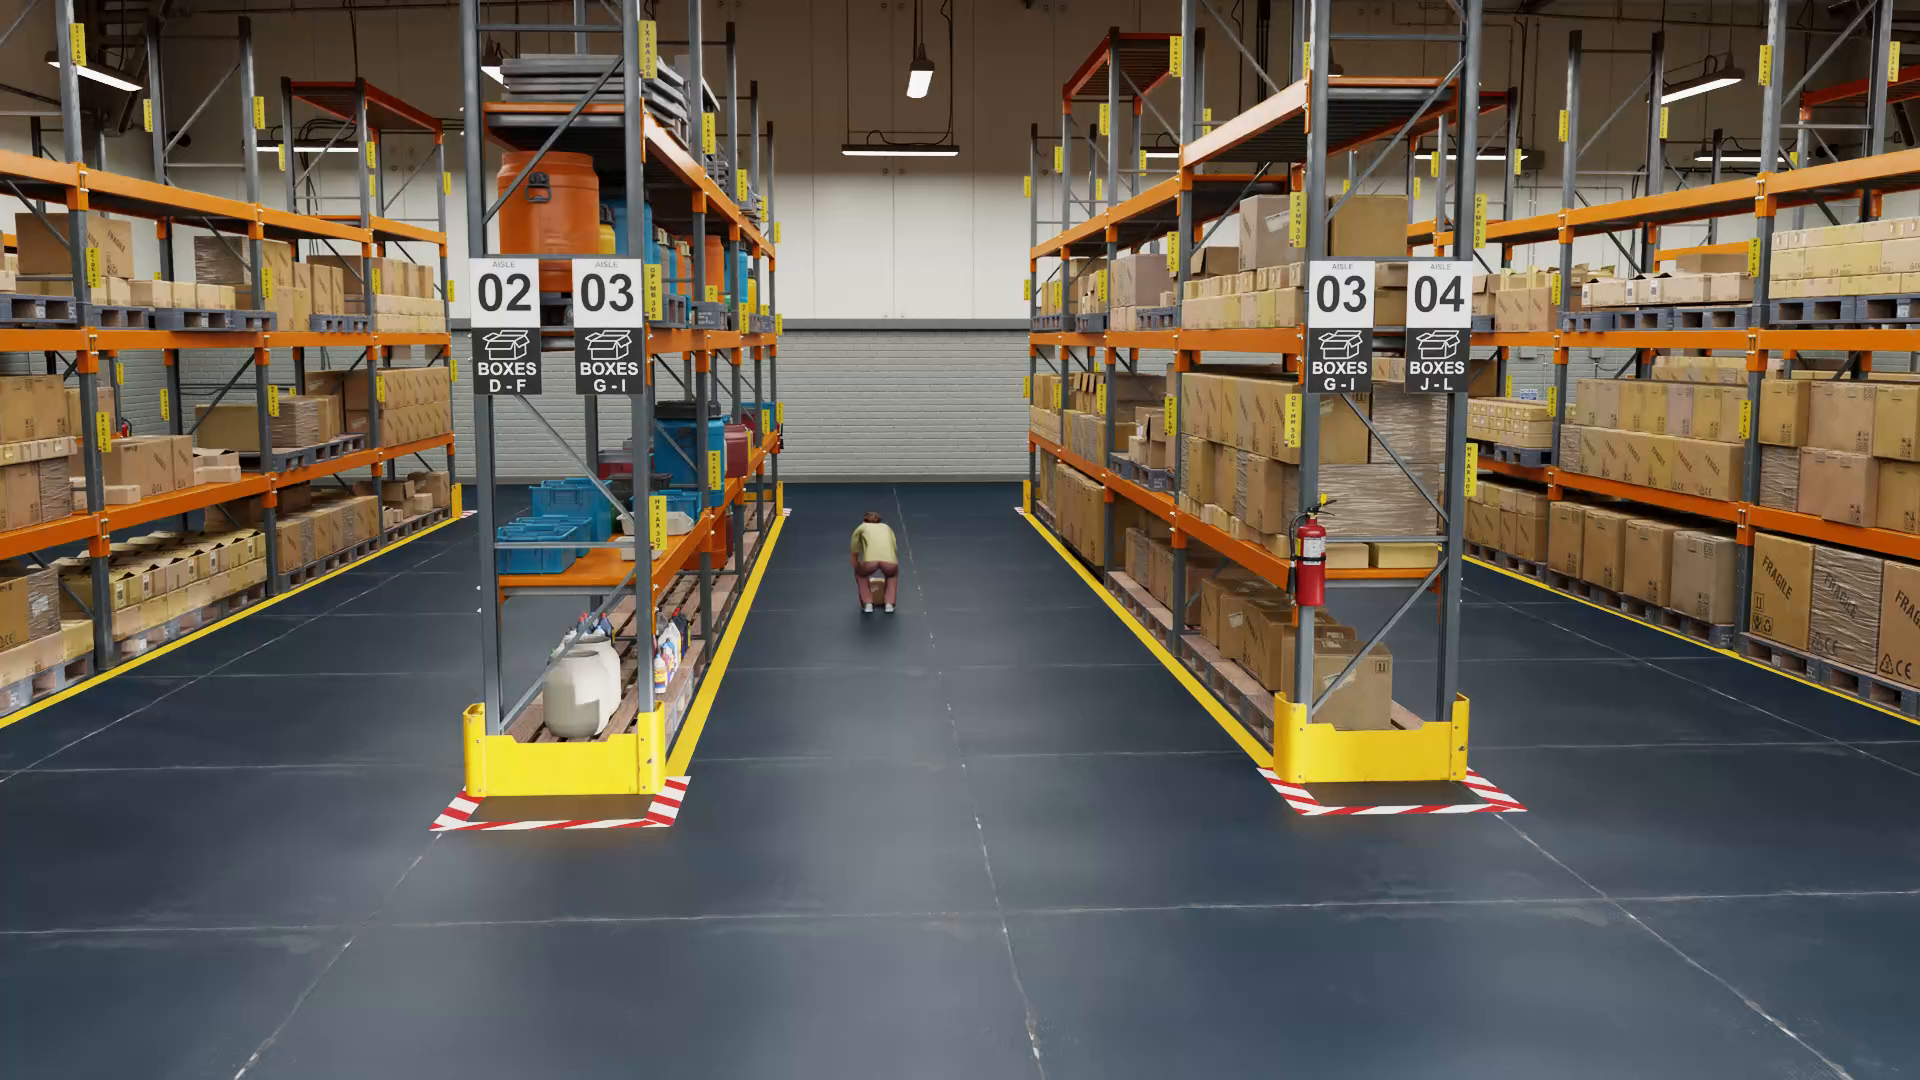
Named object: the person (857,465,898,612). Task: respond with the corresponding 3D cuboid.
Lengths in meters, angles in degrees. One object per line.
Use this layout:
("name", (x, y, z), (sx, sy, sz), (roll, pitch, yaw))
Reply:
("person", (-0.841, -0.020, 16.895), (0.405, 1.445, 0.731), (-1, 7, -5))
